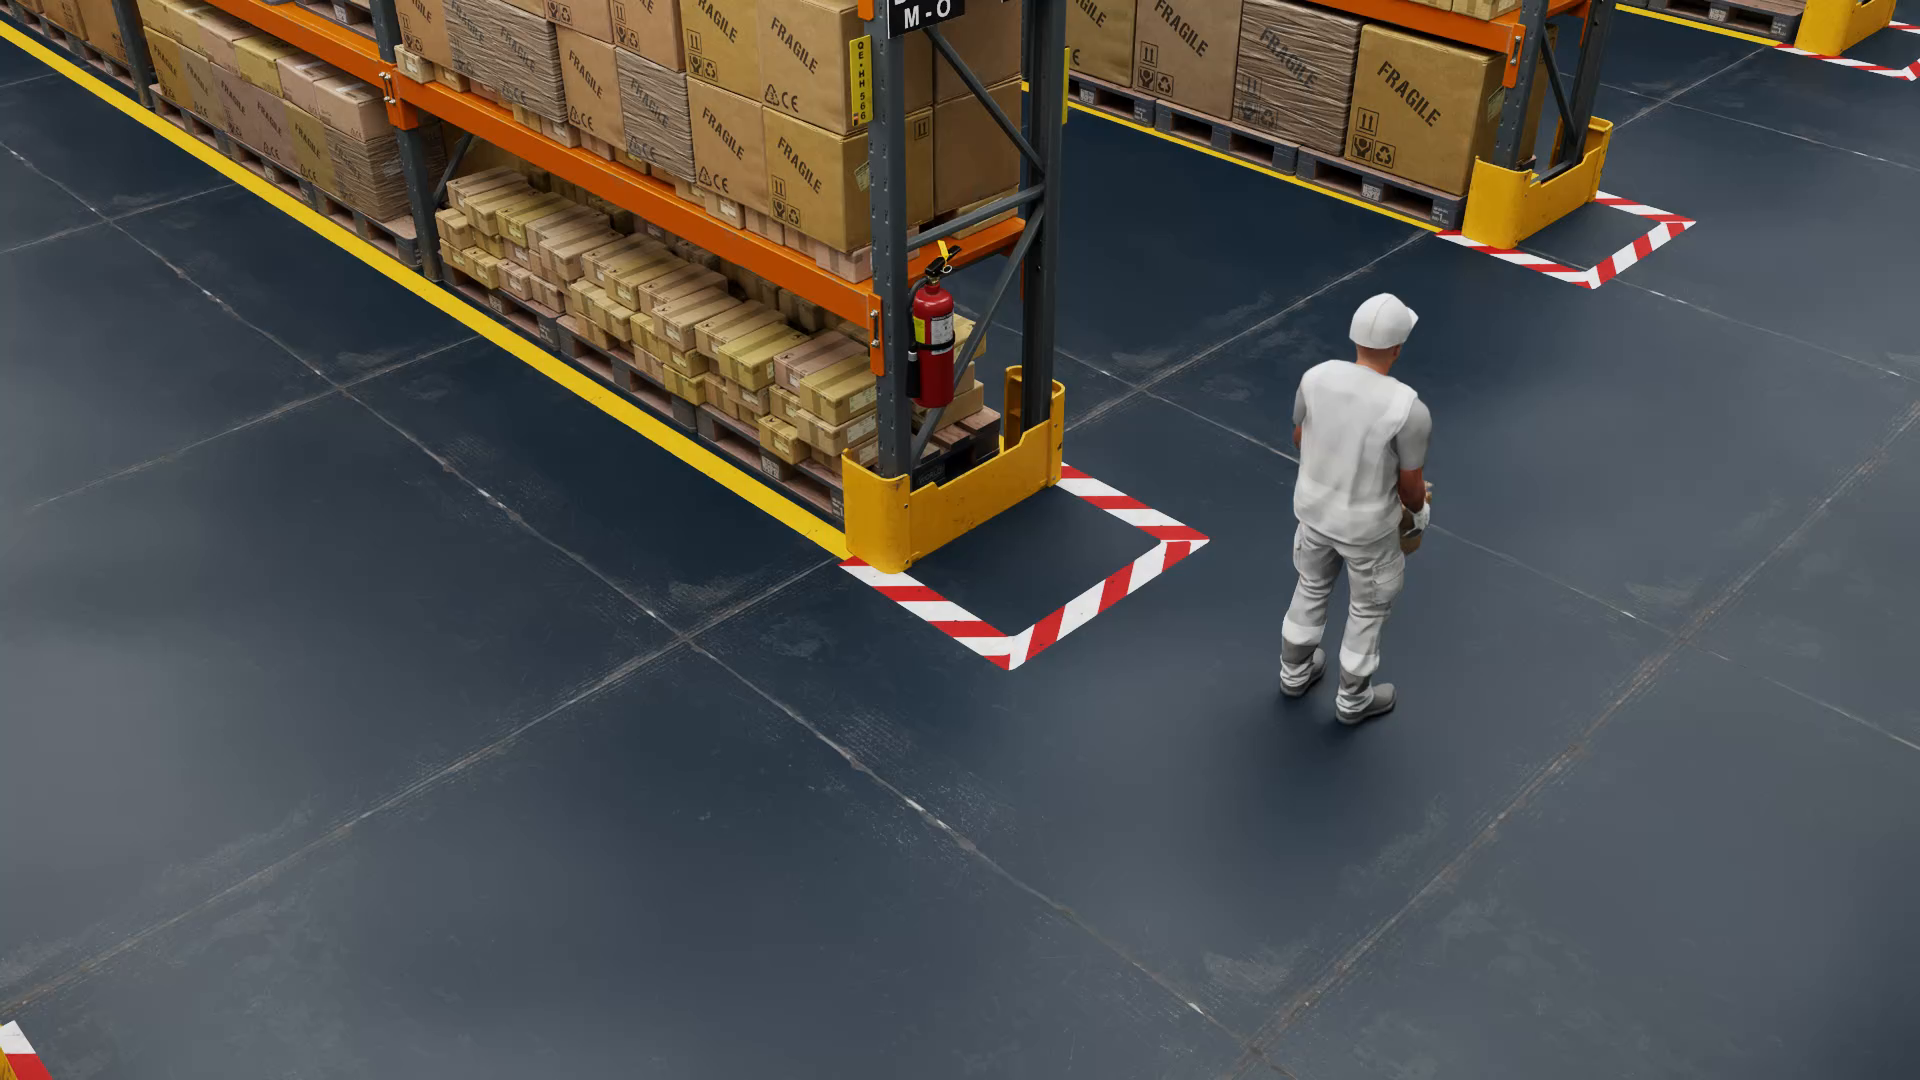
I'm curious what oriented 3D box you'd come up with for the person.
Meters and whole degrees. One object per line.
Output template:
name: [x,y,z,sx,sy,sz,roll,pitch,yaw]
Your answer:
person: [1.482,-0.108,6.277,0.539,1.789,0.437,29,44,34]
